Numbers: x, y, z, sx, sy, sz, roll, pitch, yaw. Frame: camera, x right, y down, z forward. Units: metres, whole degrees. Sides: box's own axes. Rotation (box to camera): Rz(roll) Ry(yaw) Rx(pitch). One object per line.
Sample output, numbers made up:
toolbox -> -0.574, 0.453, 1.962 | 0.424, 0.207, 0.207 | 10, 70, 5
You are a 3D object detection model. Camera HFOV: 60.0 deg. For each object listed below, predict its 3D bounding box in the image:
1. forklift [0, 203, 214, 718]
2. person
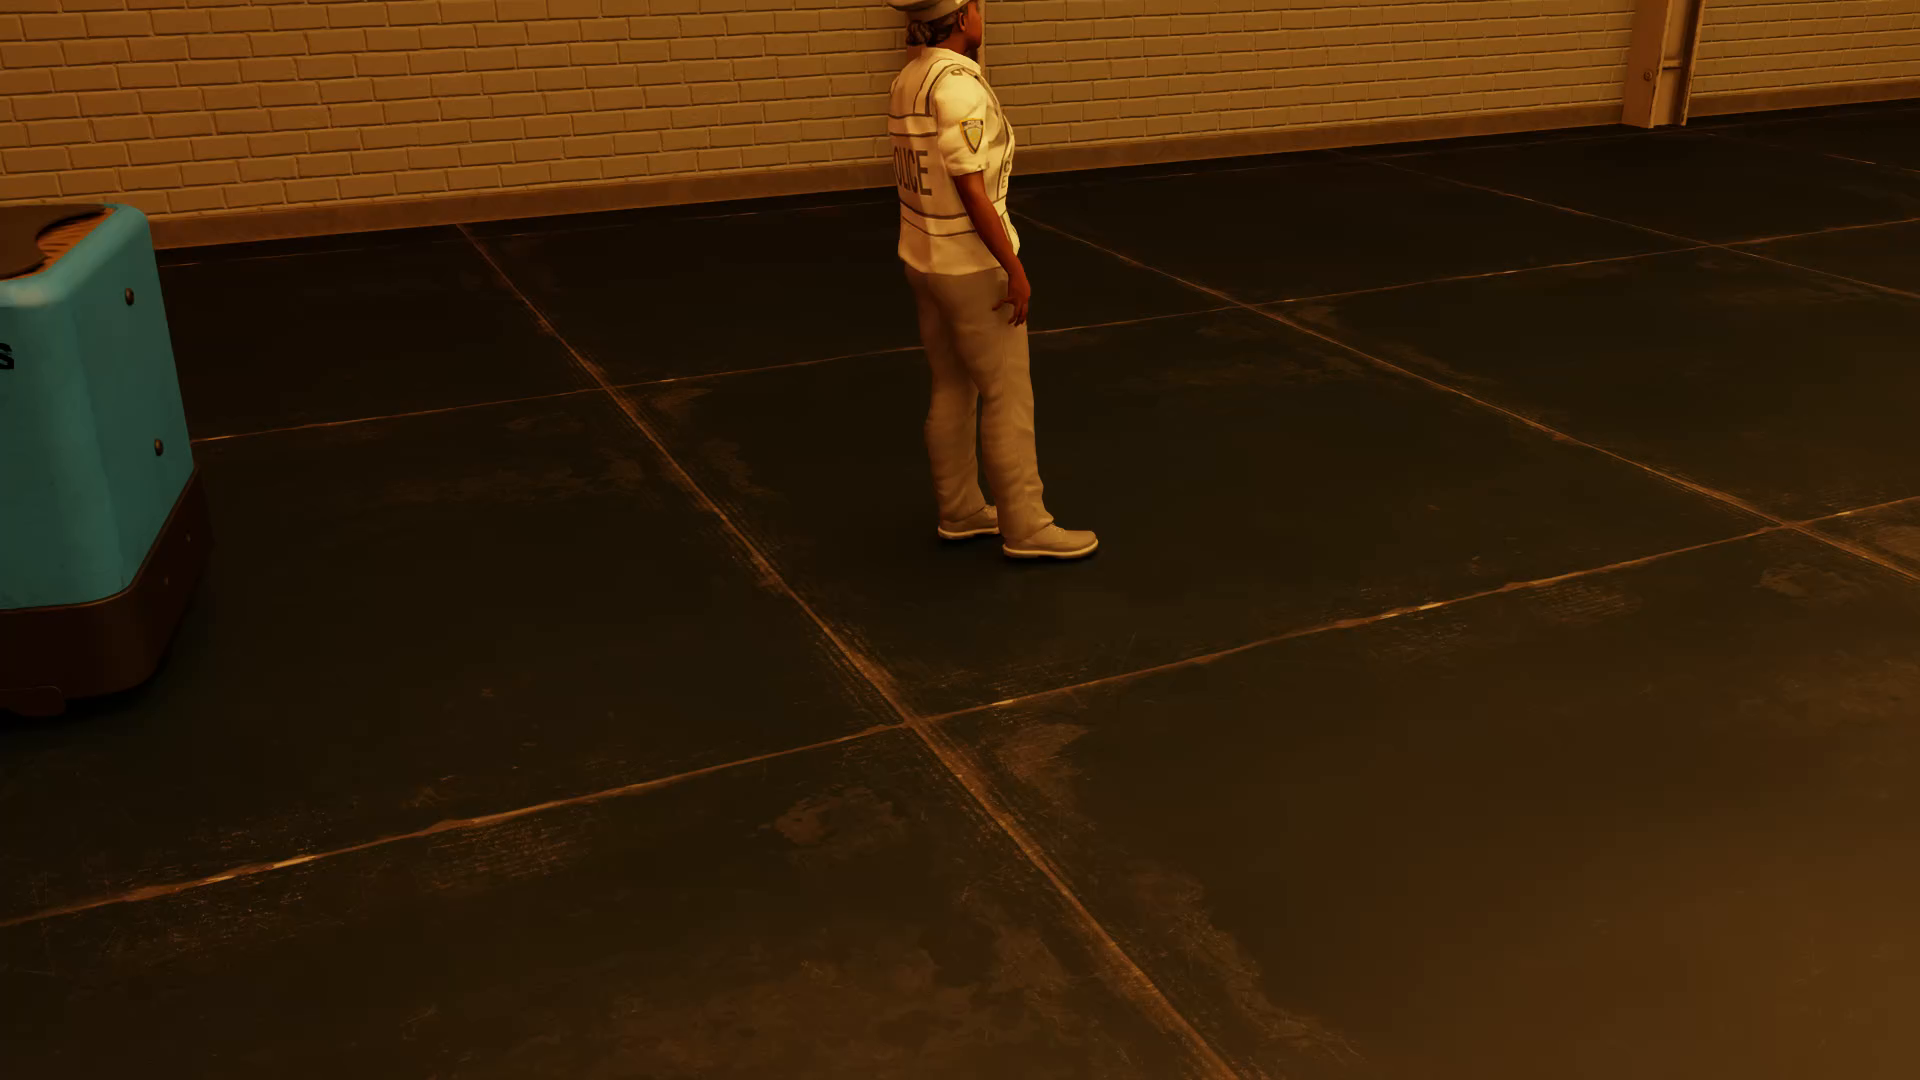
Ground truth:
forklift -> -3.571, -0.983, 3.652 | 3.031, 2.935, 1.130 | -5, 23, -12
person -> 0.077, -0.794, 4.792 | 0.528, 1.695, 0.569 | -10, 25, -23
